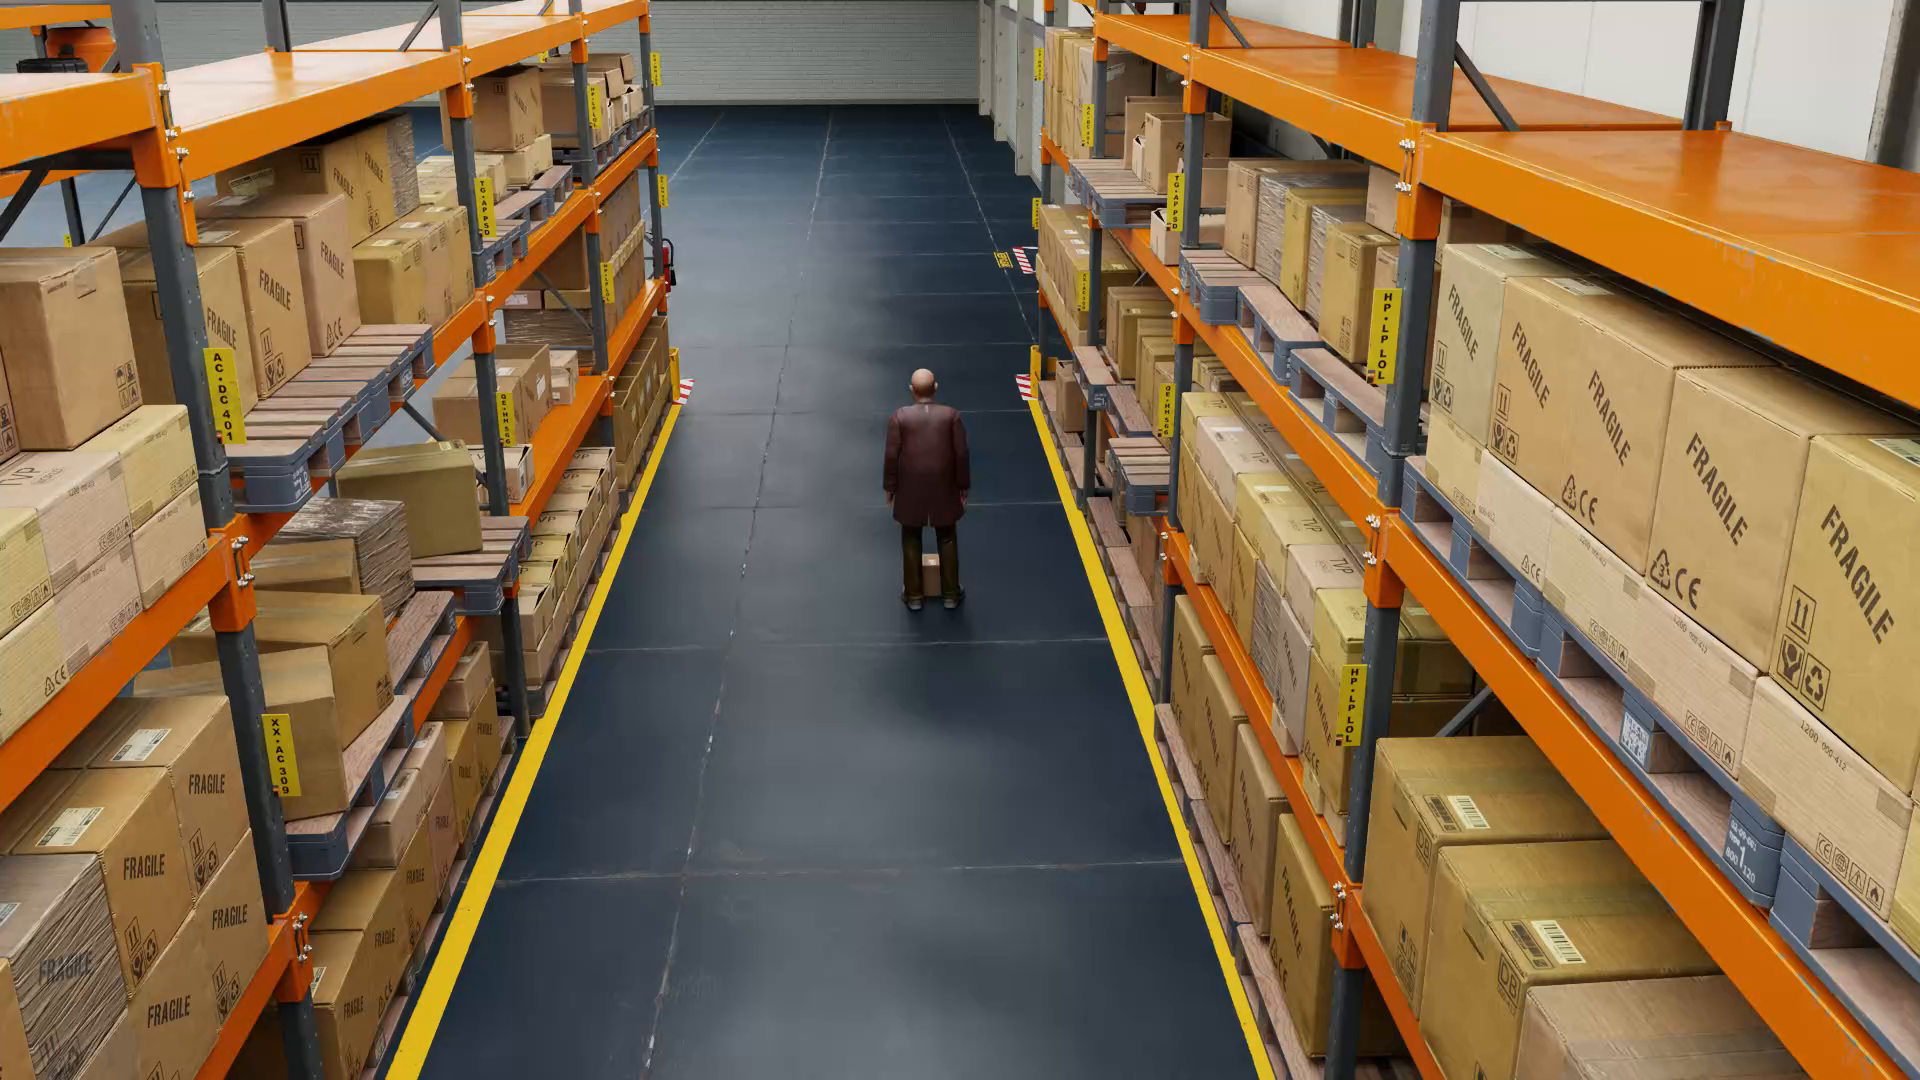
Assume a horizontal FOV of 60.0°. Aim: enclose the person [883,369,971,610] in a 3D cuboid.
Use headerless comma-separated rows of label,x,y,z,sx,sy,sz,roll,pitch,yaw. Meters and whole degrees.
person,-0.239,-0.366,12.098,0.644,1.774,0.420,-1,20,-3
